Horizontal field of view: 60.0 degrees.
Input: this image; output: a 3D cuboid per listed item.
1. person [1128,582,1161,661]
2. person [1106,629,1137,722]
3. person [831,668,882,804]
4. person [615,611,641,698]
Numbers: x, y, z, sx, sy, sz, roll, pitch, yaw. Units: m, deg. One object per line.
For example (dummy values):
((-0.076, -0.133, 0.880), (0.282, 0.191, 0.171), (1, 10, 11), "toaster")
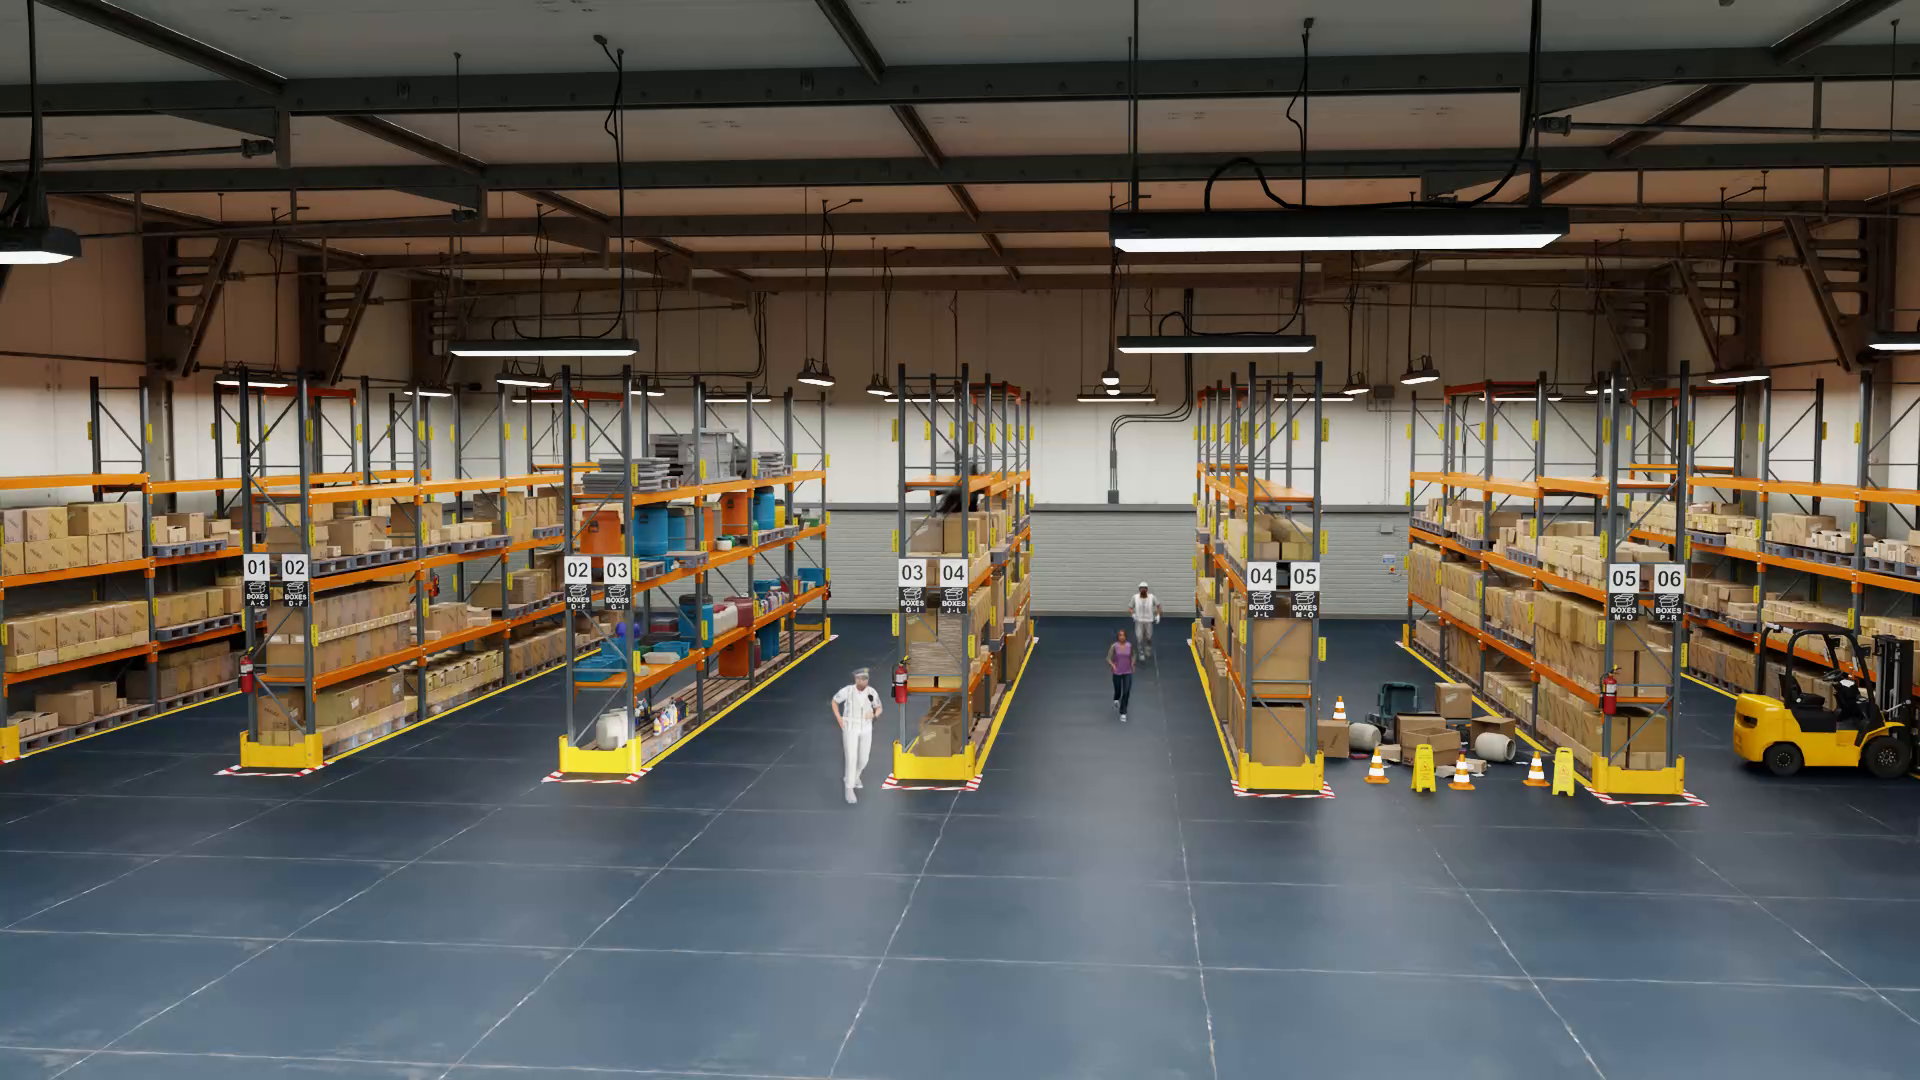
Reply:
((4.045, 1.789, 36.487), (0.732, 1.737, 0.621), (0, 4, 6), "person")
((2.837, 2.352, 29.182), (0.547, 1.584, 0.759), (0, 4, -3), "person")
((-1.386, 2.652, 22.992), (0.670, 1.785, 0.969), (-2, 4, -23), "person")
((-6.343, 2.160, 31.631), (0.542, 1.680, 0.701), (0, 4, 1), "person")
